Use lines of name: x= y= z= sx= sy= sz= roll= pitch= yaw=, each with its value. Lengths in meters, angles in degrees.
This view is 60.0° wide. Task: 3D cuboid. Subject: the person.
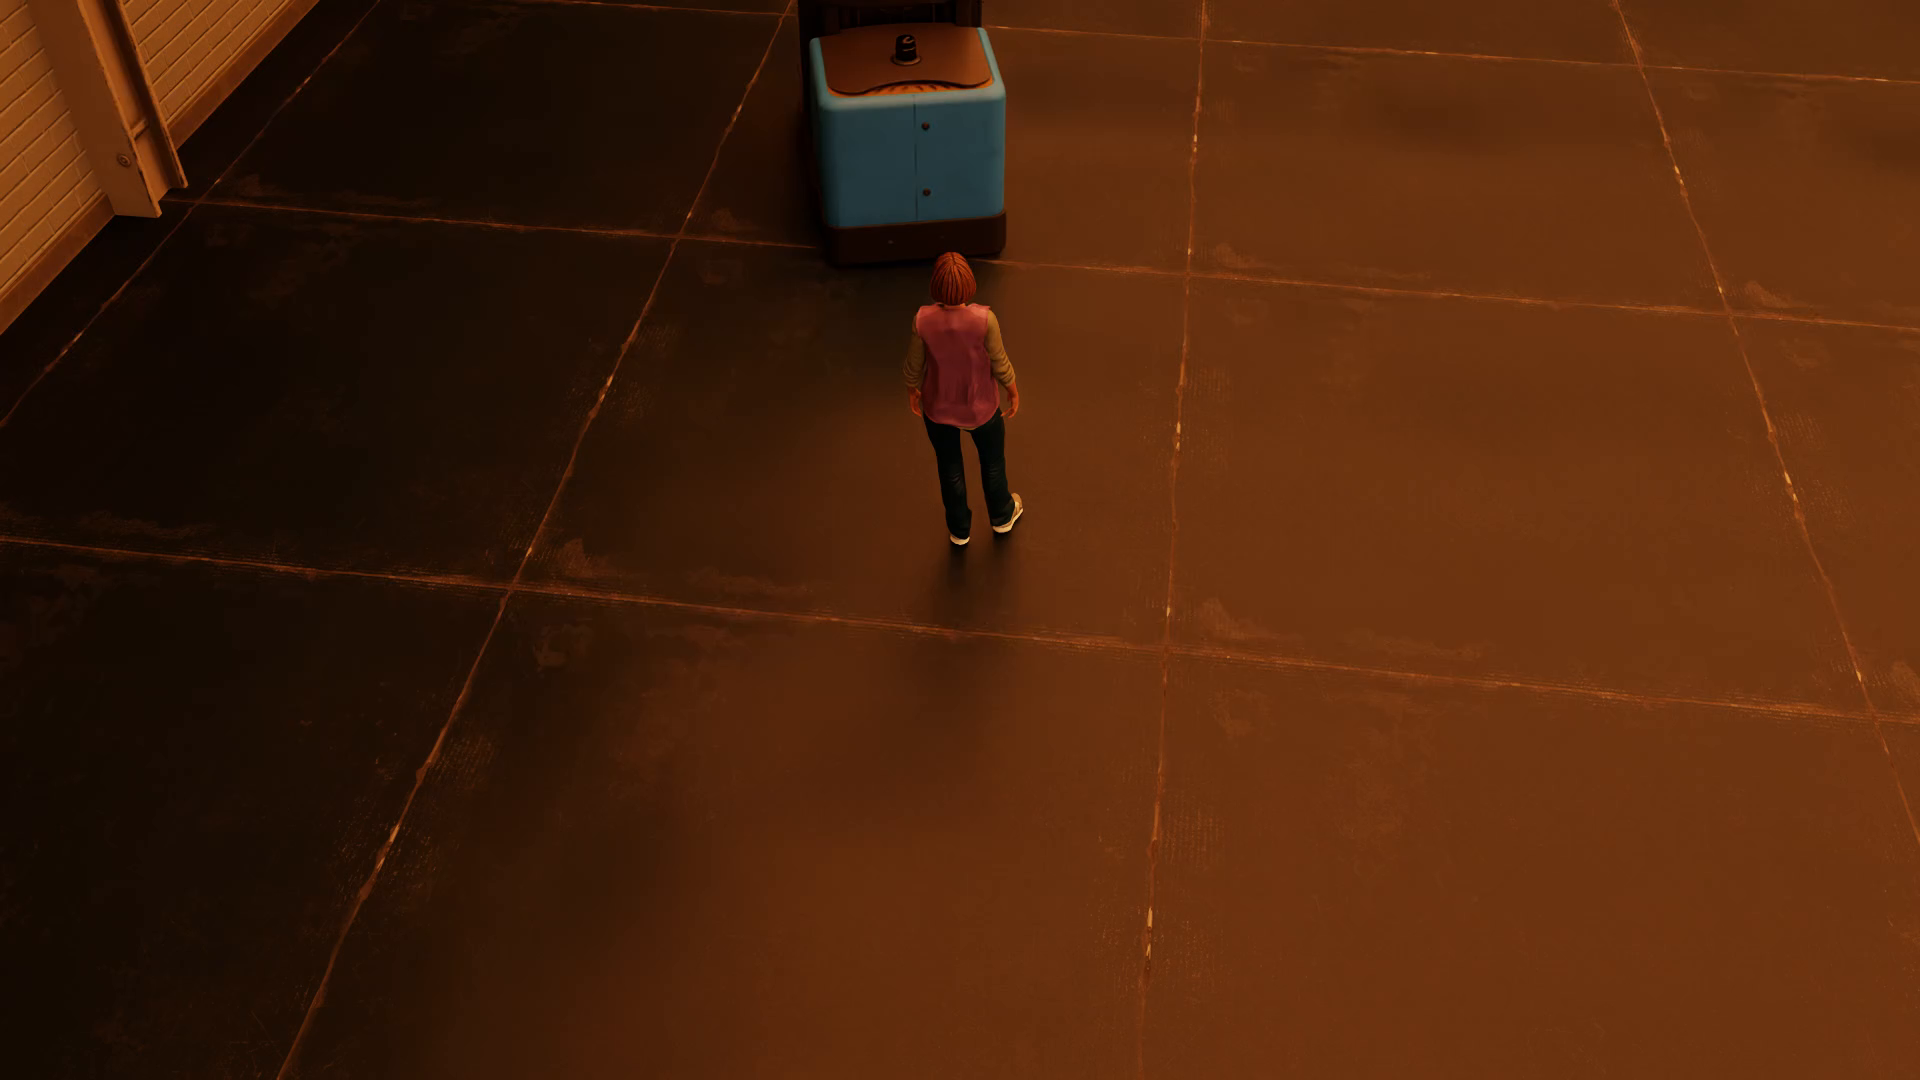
person: x=0.024 y=-0.643 z=7.399 sx=0.520 sy=1.599 sz=0.473 roll=5 pitch=43 yaw=6

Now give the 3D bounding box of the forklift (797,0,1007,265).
forklift: x=-0.449 y=-3.652 z=9.700 sx=1.130 sy=2.935 sz=3.031 roll=-5 pitch=43 yaw=-6
